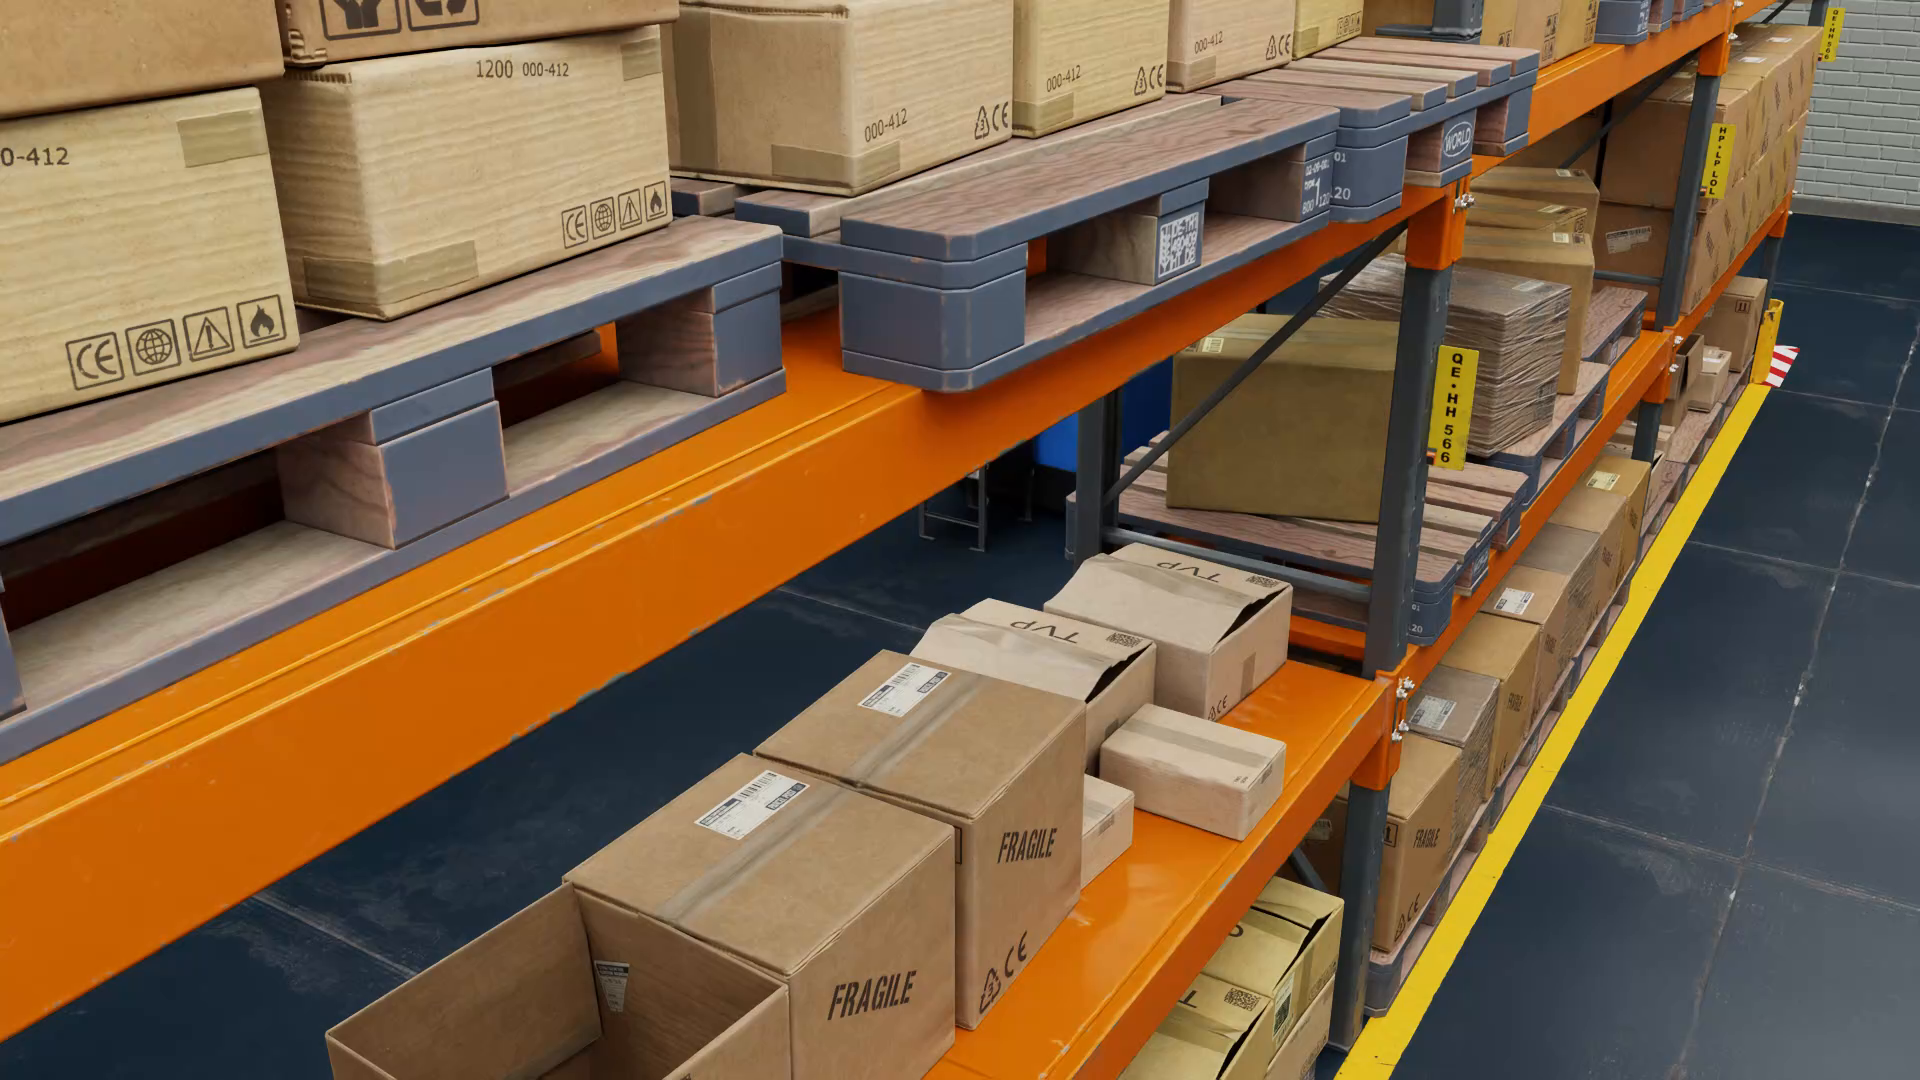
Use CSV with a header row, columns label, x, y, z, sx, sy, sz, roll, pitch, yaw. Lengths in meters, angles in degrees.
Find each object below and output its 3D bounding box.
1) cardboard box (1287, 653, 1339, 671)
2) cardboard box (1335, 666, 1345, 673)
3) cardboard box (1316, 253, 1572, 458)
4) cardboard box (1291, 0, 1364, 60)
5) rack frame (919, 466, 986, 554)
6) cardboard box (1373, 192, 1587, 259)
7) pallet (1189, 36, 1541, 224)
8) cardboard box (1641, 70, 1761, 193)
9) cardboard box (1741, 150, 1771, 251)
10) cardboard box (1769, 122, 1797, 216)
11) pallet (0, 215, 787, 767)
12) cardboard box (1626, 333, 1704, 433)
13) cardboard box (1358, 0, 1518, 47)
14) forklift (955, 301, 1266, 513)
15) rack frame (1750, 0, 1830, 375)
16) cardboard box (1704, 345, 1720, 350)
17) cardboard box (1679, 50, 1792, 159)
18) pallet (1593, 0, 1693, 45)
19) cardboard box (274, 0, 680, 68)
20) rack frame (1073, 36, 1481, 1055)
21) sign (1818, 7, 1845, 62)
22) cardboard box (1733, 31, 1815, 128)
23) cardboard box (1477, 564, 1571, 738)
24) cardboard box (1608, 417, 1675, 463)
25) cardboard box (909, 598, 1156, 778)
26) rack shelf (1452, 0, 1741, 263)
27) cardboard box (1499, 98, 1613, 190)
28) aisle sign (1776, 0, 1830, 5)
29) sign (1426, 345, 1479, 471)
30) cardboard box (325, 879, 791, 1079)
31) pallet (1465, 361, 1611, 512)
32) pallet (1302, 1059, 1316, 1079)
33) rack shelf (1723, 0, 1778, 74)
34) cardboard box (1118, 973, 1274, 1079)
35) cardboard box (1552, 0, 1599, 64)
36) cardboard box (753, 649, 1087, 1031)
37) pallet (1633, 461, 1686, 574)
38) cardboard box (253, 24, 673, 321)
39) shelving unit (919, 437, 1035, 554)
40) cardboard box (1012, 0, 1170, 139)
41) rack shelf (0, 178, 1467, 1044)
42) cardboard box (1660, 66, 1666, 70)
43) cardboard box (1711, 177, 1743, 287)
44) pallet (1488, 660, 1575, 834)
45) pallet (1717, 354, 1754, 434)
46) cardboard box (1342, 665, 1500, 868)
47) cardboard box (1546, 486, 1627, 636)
label,x,y,z,sx,sy,sz,roll,pitch,yaw
cardboard box,1.119,0.293,5.945,0.500,0.250,0.500,15,28,31
cardboard box,1.092,0.657,6.048,0.500,0.500,0.500,15,28,31
cardboard box,1.680,-0.666,5.859,0.700,0.500,0.500,20,31,39
cardboard box,0.607,-1.258,3.766,0.500,0.250,0.500,12,26,25
rack frame,-0.041,-0.937,8.272,0.400,2.100,0.015,14,27,29
cardboard box,2.160,-1.153,6.984,0.700,0.500,0.500,19,30,37
pallet,0.517,-0.965,3.666,1.213,0.211,1.003,15,28,31
cardboard box,3.668,-2.052,8.330,0.500,0.500,0.500,13,27,27
cardboard box,4.209,-1.948,9.347,0.500,0.500,0.500,13,27,28
cardboard box,4.743,-2.285,10.127,0.500,0.500,0.500,14,27,29
pallet,-0.857,-0.162,1.814,0.805,0.209,1.217,13,26,27
cardboard box,3.895,-0.965,9.791,0.797,0.503,0.637,14,27,29
cardboard box,1.000,-1.500,4.537,0.910,0.500,0.500,14,27,29
forklift,1.221,-1.976,9.624,1.130,2.935,3.031,16,28,33
rack frame,5.018,-2.623,11.034,1.000,3.000,0.127,14,27,29
cardboard box,4.651,-1.172,10.694,0.380,0.166,0.250,14,27,29
cardboard box,4.211,-2.400,9.134,0.500,0.500,0.500,15,27,31
pallet,1.960,-2.007,6.072,1.213,0.211,1.003,14,27,29
cardboard box,-0.672,-0.814,1.796,0.500,0.500,0.500,17,29,34
rack frame,0.799,0.077,4.796,1.000,3.000,0.127,14,27,29
sign,5.479,-3.176,10.456,0.100,0.325,0.005,14,27,29
cardboard box,4.752,-2.749,9.941,0.500,0.500,0.500,15,27,30
cardboard box,2.093,0.405,6.631,0.500,0.500,0.500,13,27,27
cardboard box,3.762,-0.565,9.292,0.380,0.166,0.250,14,27,29
cardboard box,0.162,0.379,4.211,0.500,0.311,0.500,14,27,28
rack shelf,1.854,-1.644,5.903,1.077,0.370,4.000,14,27,29
cardboard box,2.955,-2.003,8.216,0.500,0.500,0.500,14,27,29
aisle sign,5.315,-3.775,10.422,0.394,0.787,0.004,14,27,29
sign,1.272,-0.339,4.300,0.100,0.325,0.005,14,27,29
cardboard box,-0.615,0.948,2.660,0.500,0.500,0.500,16,28,33
pallet,1.820,-0.492,6.353,1.003,0.211,1.213,14,27,29
pallet,0.331,1.626,4.727,1.003,0.211,1.213,14,27,29
rack shelf,3.964,-2.994,9.021,1.077,0.370,4.000,14,27,29
cardboard box,0.463,1.294,4.212,0.500,0.311,0.500,13,27,28
cardboard box,1.543,-1.847,5.340,0.910,0.500,0.500,14,27,29
cardboard box,-0.073,0.601,3.460,0.500,0.500,0.500,12,26,26
pallet,3.272,-0.225,9.004,1.003,0.211,1.213,14,27,29
cardboard box,-0.691,-0.465,1.934,0.500,0.250,0.500,11,26,24
shelving unit,0.087,-1.019,8.462,0.431,2.100,0.503,14,27,29
cardboard box,0.035,-0.887,2.908,0.500,0.250,0.500,13,27,28
rack shelf,-0.256,-0.294,2.784,1.077,0.370,4.000,14,27,29
cardboard box,3.489,-2.346,9.010,0.500,0.500,0.500,14,27,29
cardboard box,3.676,-1.607,8.561,0.500,0.500,0.500,14,27,30
pallet,1.869,0.703,6.862,1.003,0.211,1.213,14,27,29
pallet,4.559,-1.048,10.906,1.003,0.211,1.213,14,27,29
cardboard box,1.553,0.751,5.833,0.500,0.500,0.500,13,27,27
cardboard box,2.624,0.064,7.419,0.500,0.500,0.500,14,27,29
